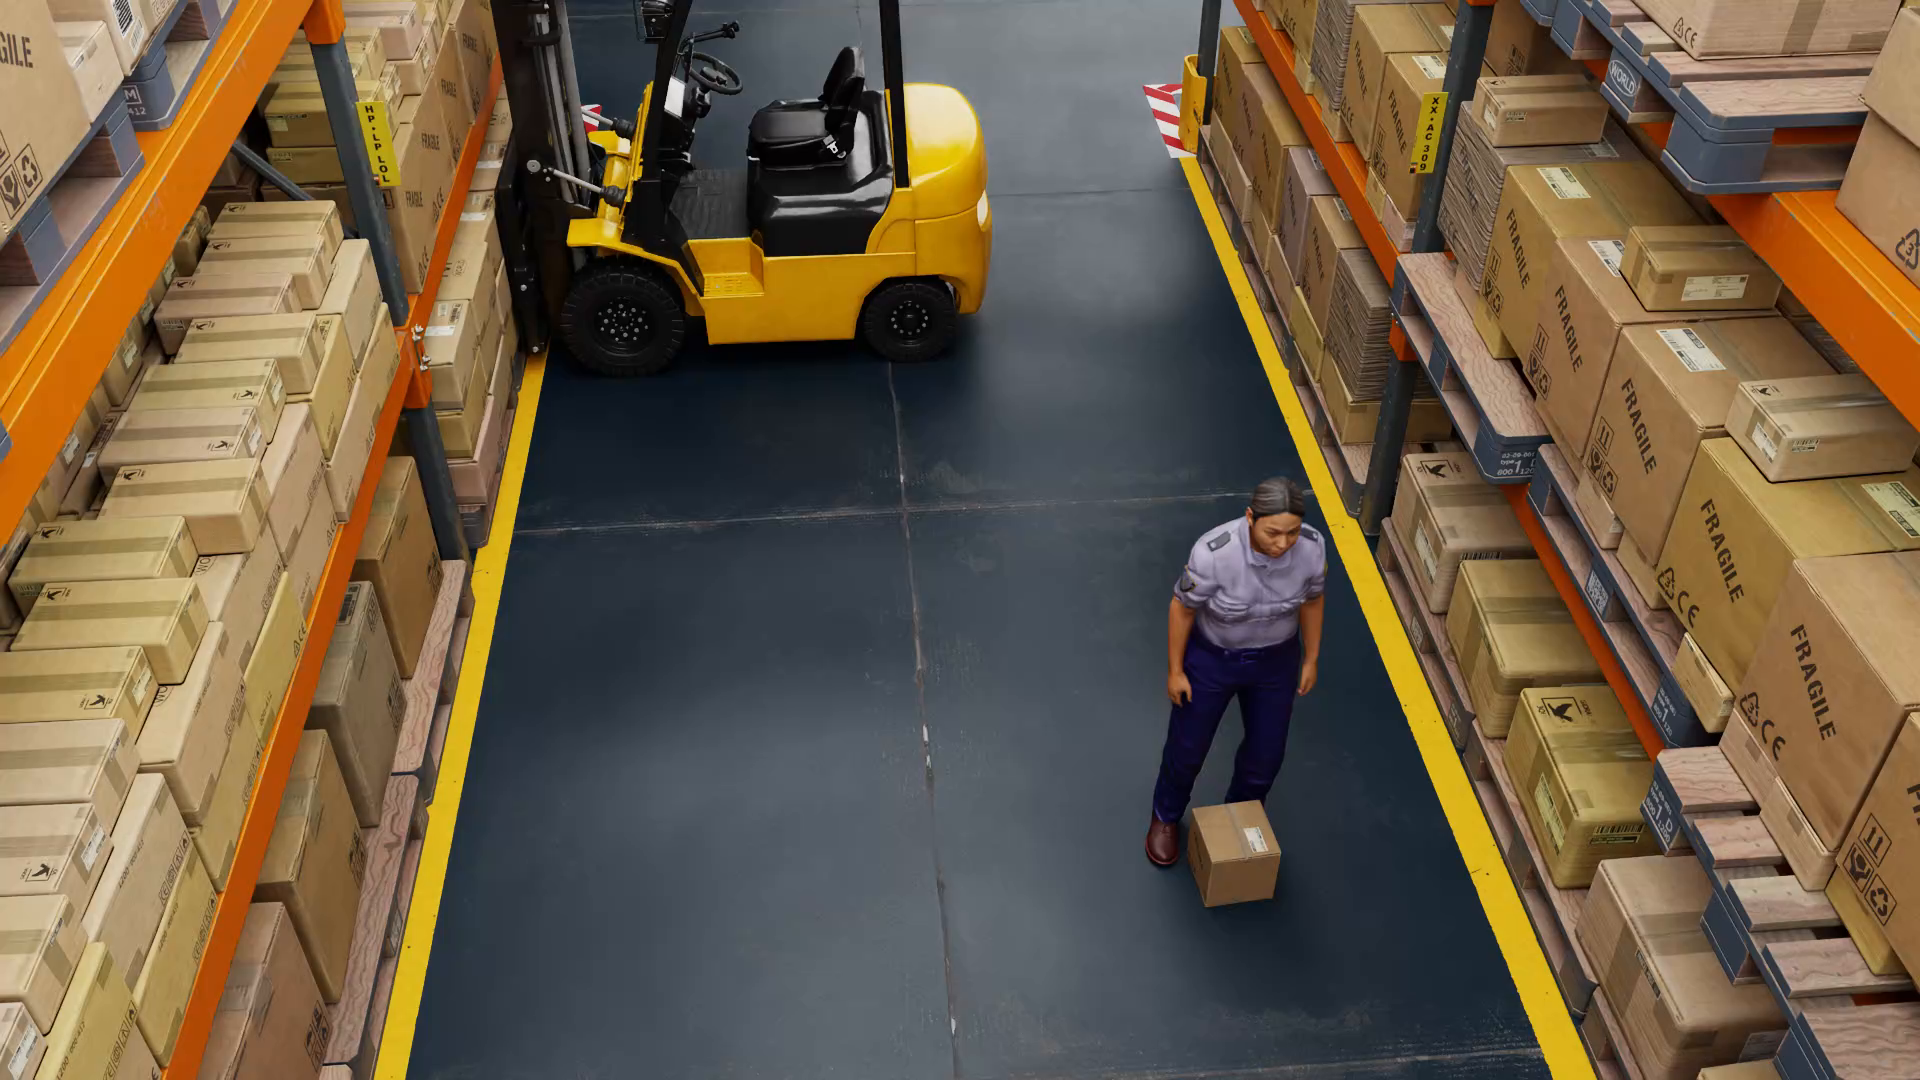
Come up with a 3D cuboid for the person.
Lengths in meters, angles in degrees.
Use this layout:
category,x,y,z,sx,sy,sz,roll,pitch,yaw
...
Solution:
category,x,y,z,sx,sy,sz,roll,pitch,yaw
person,0.946,0.443,5.632,0.556,1.637,0.416,-4,40,-5
